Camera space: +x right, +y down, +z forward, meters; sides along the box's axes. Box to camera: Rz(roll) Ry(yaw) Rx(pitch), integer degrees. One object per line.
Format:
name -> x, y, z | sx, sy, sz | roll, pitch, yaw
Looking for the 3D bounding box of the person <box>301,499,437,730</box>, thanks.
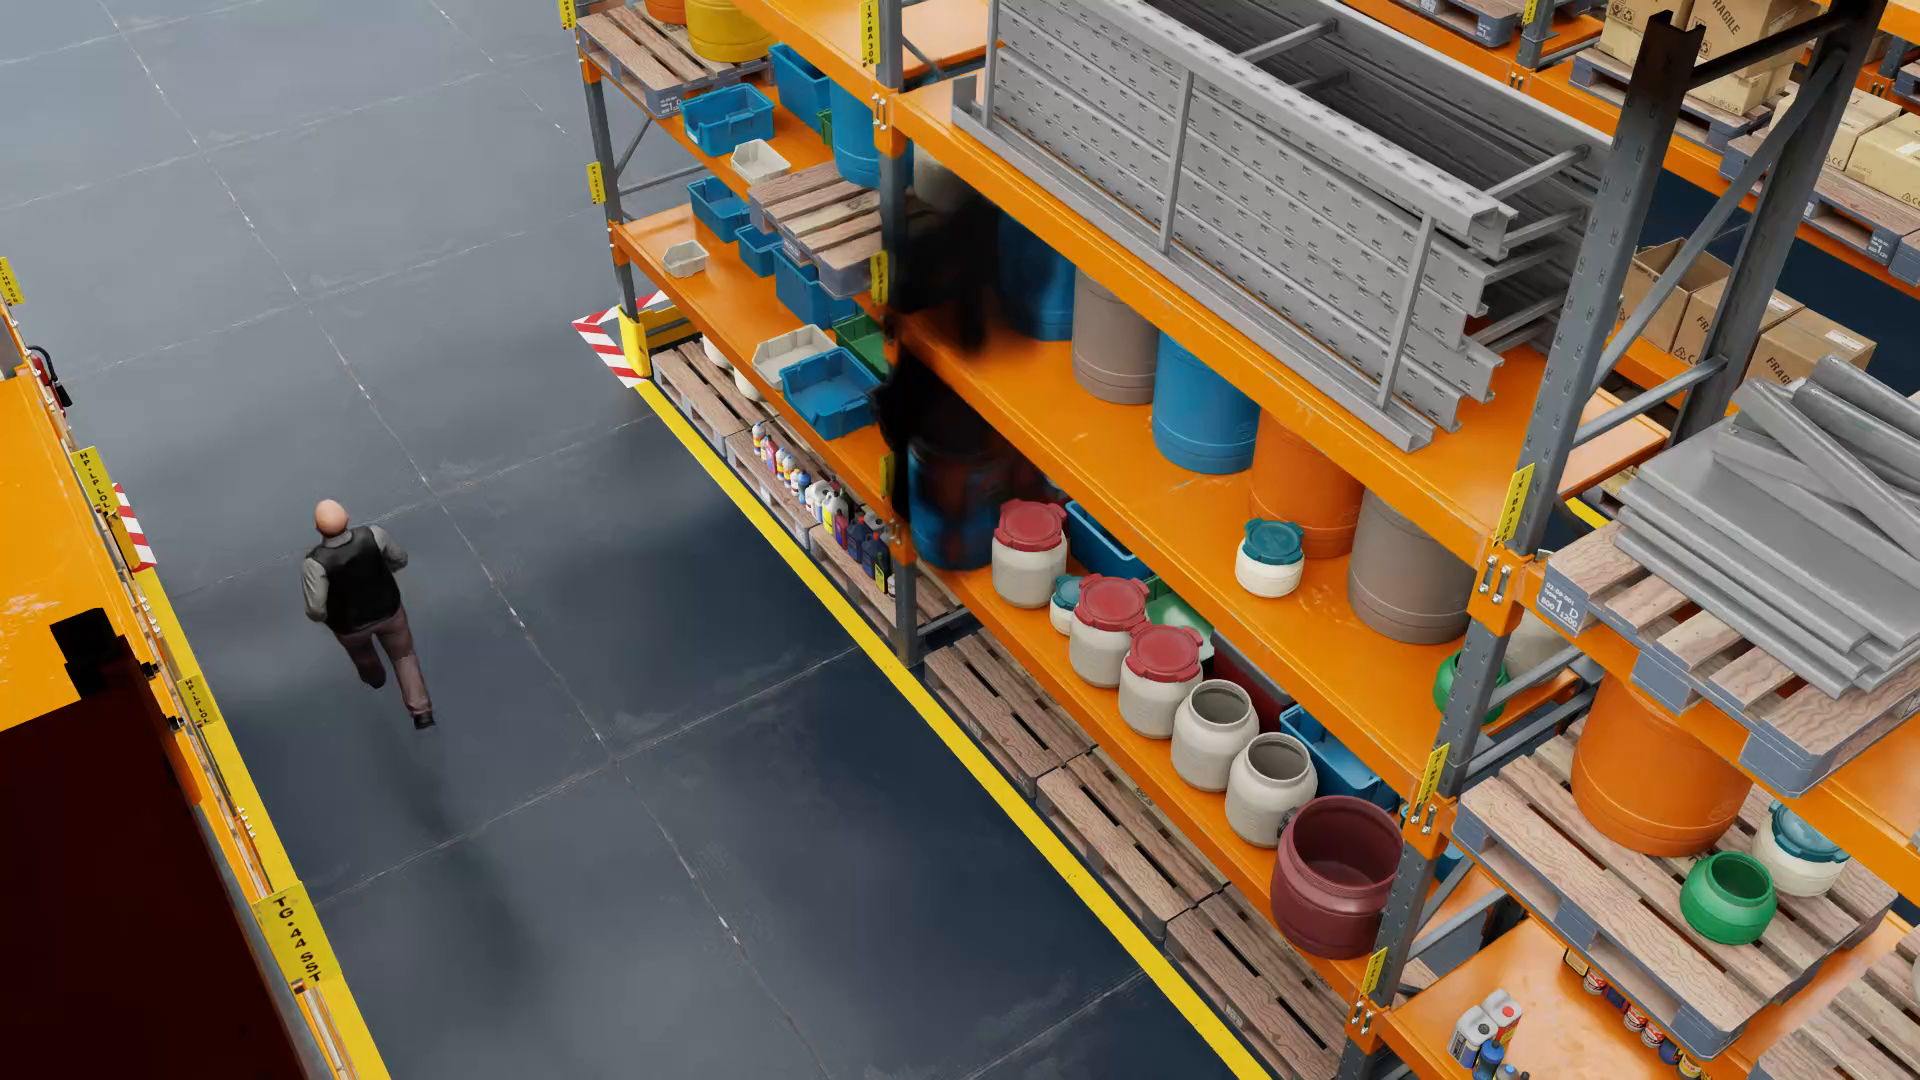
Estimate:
person -> -3.418, 0.454, 9.605 | 0.621, 1.732, 1.088 | -22, 47, -22
